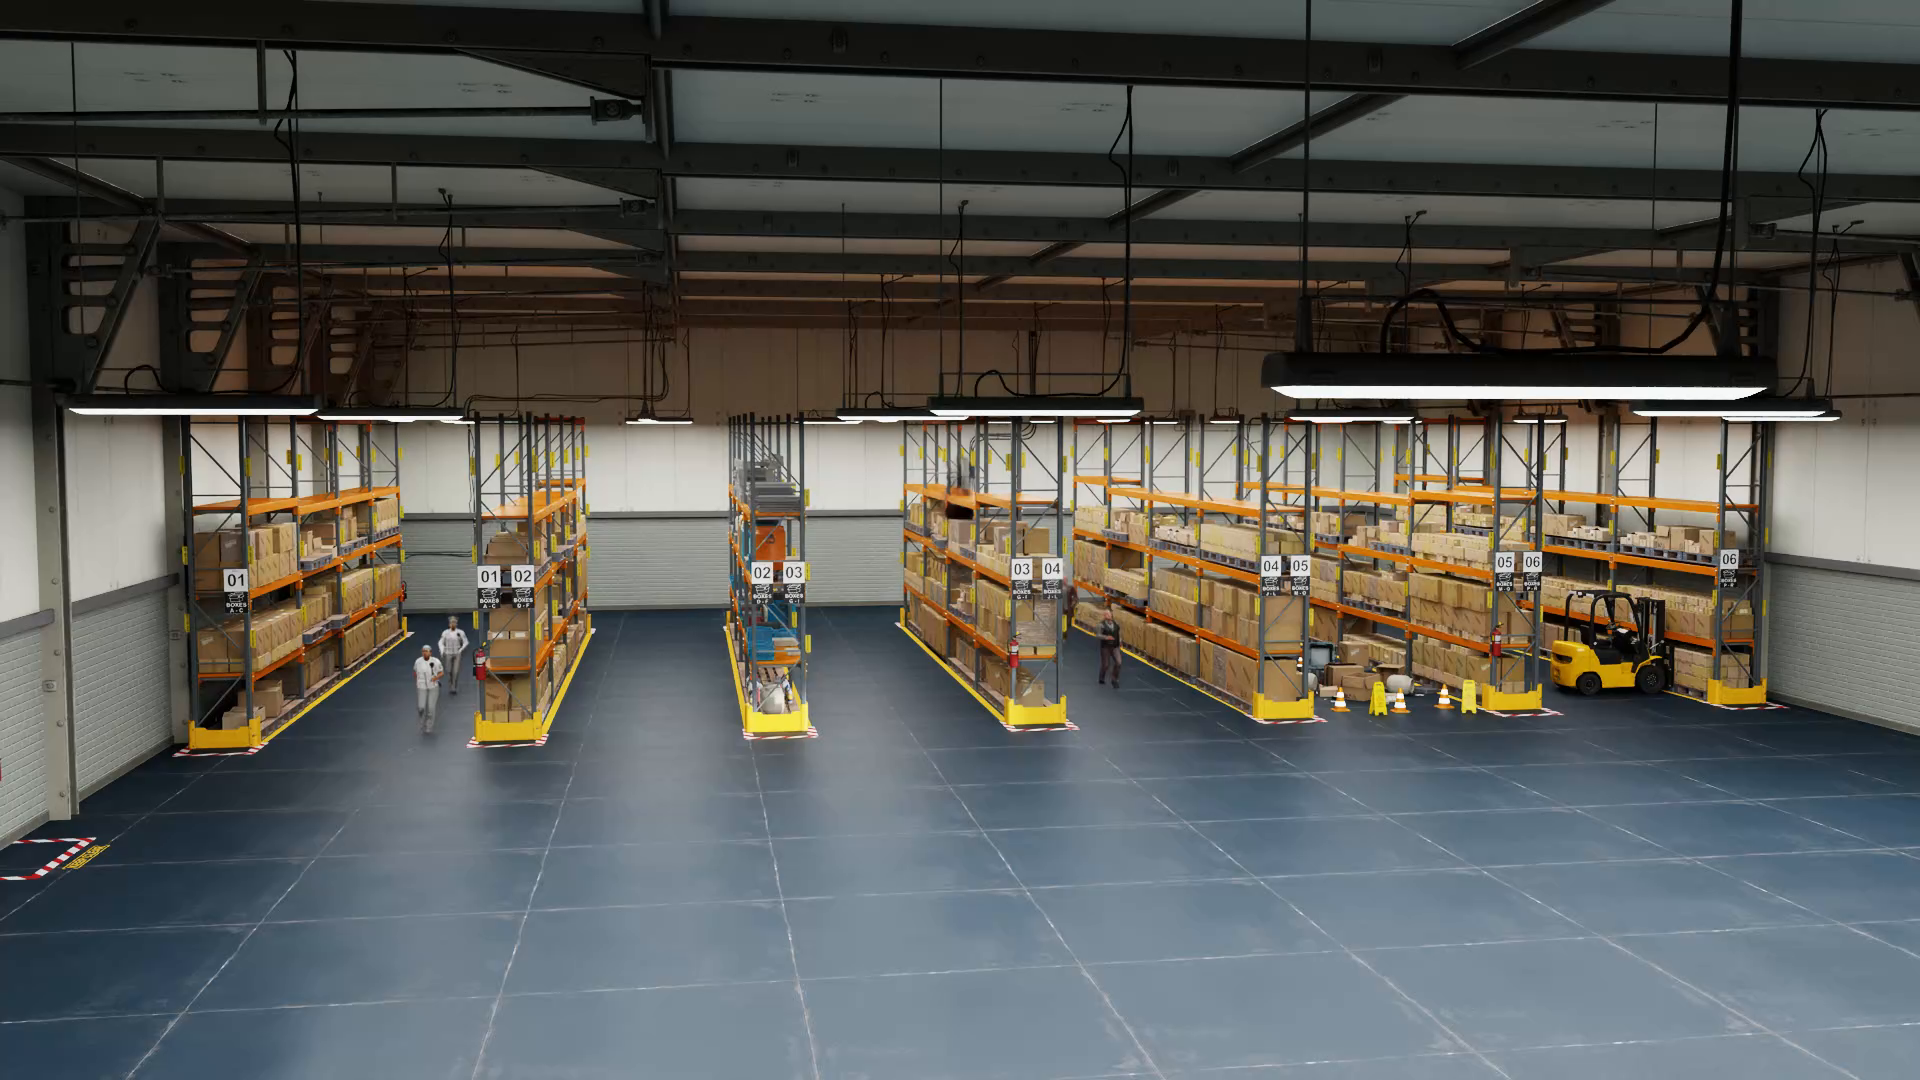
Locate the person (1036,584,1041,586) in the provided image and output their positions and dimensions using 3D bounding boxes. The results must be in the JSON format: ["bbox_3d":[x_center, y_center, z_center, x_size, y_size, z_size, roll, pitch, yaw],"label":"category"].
[{"bbox_3d":[2.176,1.563,48.982,0.844,1.663,0.771,2,5,32],"label":"person"}]

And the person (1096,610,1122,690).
[{"bbox_3d":[3.281,2.402,36.411,0.659,1.753,0.750,-1,4,-16],"label":"person"}]

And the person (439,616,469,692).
[{"bbox_3d":[-10.938,2.463,35.931,0.629,1.644,0.543,-1,4,-15],"label":"person"}]

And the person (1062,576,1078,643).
[{"bbox_3d":[2.796,1.844,44.351,0.706,1.763,0.761,0,4,-4],"label":"person"}]

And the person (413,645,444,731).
[{"bbox_3d":[-9.979,2.784,31.175,0.588,1.634,0.559,-1,4,-9],"label":"person"}]
